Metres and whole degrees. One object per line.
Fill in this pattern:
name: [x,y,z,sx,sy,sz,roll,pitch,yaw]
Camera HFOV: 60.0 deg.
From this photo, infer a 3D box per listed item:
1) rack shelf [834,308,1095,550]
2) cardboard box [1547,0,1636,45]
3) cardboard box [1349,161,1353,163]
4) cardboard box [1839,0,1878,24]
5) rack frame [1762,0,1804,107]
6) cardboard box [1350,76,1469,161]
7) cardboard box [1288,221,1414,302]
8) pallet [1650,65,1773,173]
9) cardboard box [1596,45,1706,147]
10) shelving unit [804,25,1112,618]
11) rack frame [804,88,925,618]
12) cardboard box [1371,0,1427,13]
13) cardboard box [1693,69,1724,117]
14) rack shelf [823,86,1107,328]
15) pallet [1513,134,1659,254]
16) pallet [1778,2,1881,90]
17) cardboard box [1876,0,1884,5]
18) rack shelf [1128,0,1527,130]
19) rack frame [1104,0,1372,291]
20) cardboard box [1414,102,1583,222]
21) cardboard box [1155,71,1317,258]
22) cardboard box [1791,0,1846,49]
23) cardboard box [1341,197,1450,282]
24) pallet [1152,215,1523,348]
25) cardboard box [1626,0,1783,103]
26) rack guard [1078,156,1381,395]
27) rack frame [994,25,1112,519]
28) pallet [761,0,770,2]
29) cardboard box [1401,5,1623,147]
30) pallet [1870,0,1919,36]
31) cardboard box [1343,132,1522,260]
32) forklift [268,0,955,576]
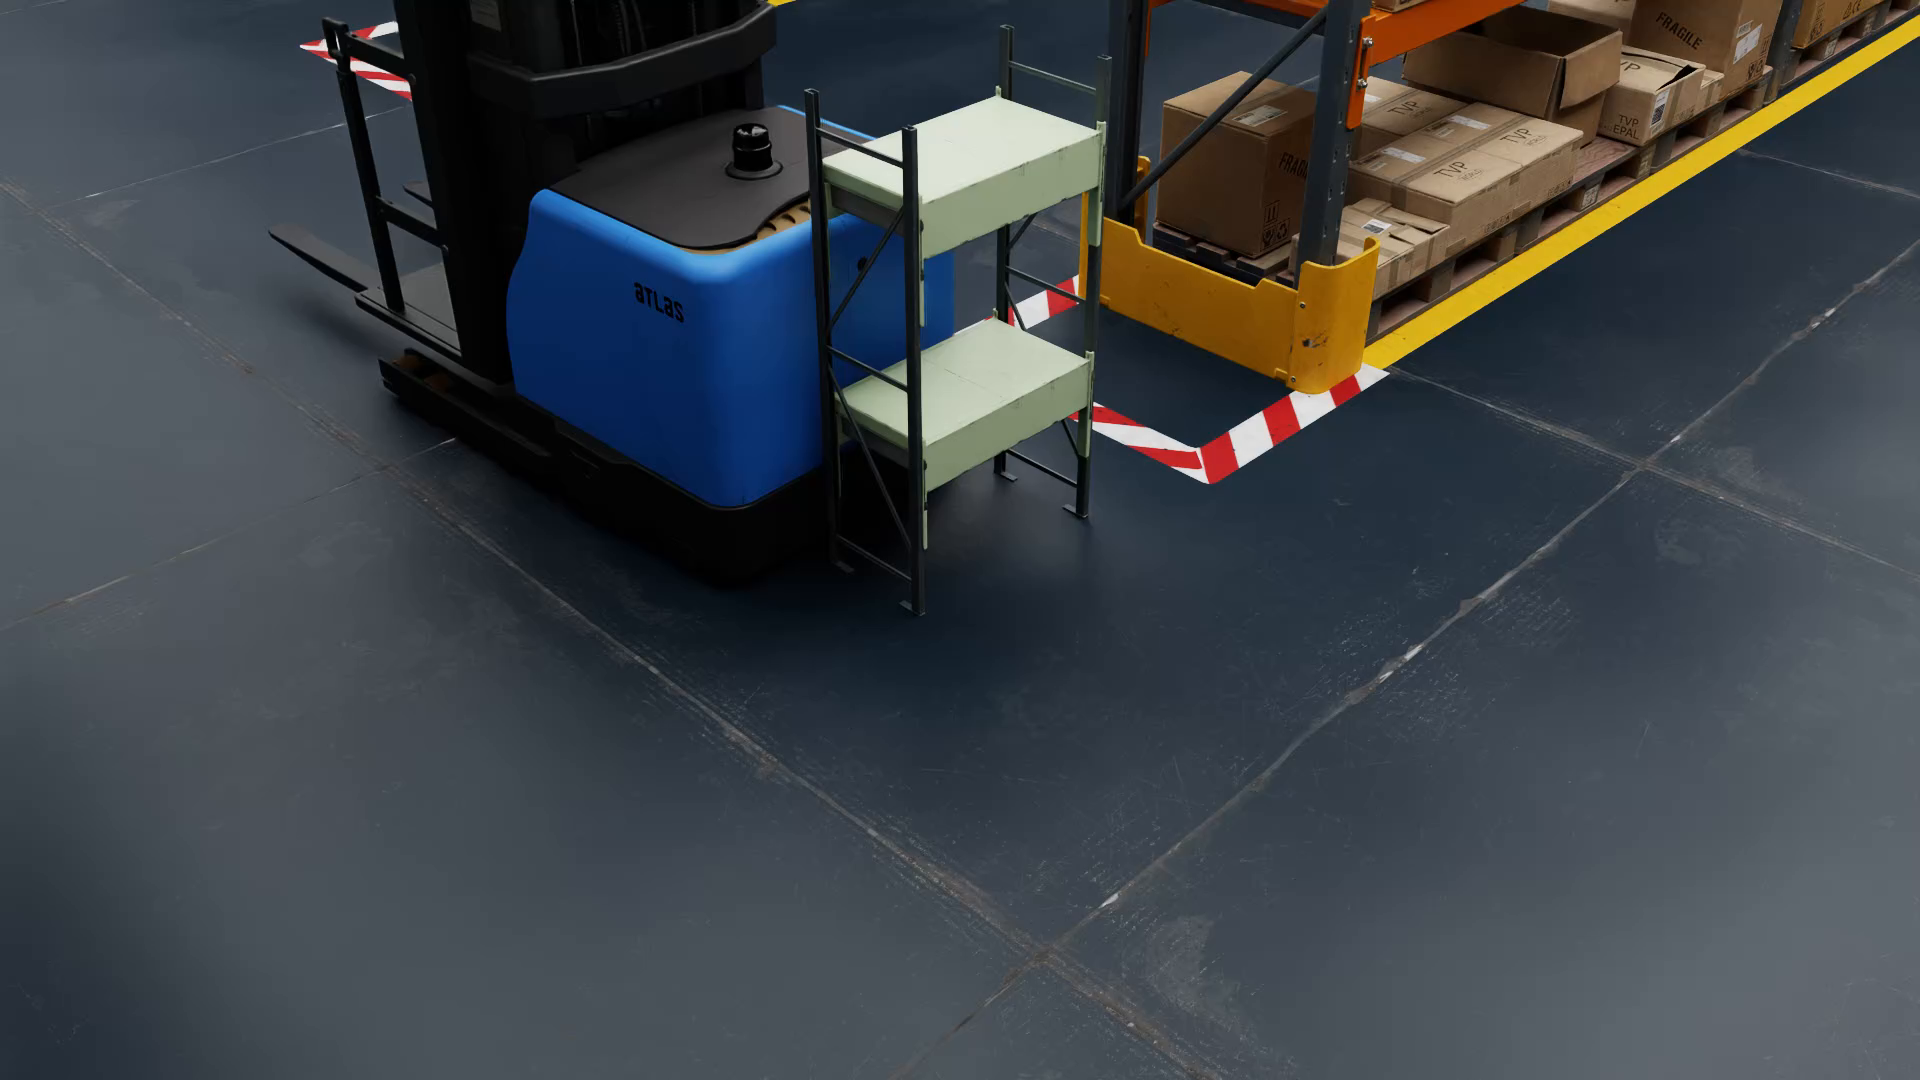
rack shelf: [0.005,-0.350,5.011,0.431,0.370,0.720,30,45,35]
cardboard box: [3.296,-2.632,8.367,0.500,0.311,0.500,30,45,35]
cardboard box: [1.485,-1.480,6.842,0.380,0.166,0.250,30,45,35]
cardboard box: [4.627,-3.112,8.890,0.500,0.500,0.500,-29,44,-35]
rack frame: [3.745,-3.637,7.843,1.000,3.000,0.127,30,45,35]
cardboard box: [1.826,-1.760,7.170,0.500,0.250,0.500,30,45,35]
cardboard box: [1.466,-1.056,6.250,0.380,0.149,0.250,30,45,35]
pallet: [3.261,-2.215,8.242,1.003,0.211,1.213,30,45,35]
cardboard box: [3.017,-2.065,7.555,0.500,0.311,0.500,30,45,35]
shelving unit: [0.005,-0.618,4.825,0.431,1.500,0.755,30,45,35]
rack frame: [-0.253,-0.469,4.612,0.400,1.500,0.023,30,45,35]
cardboard box: [1.427,-2.129,5.592,0.500,0.500,0.500,-29,44,-35]
cardboard box: [3.324,-2.126,7.785,0.380,0.149,0.250,30,45,35]
rack shelf: [0.005,-0.938,4.602,0.431,0.370,0.720,30,45,35]
pallet: [2.401,-1.717,7.528,1.003,0.211,1.213,30,45,35]
pallet: [4.292,-2.839,9.136,1.003,0.211,1.213,30,45,35]
cardboard box: [4.984,-3.312,9.177,0.500,0.500,0.500,-29,44,-35]
rack shelf: [2.336,-2.530,6.885,1.077,0.370,4.000,30,45,35]
rack frame: [0.927,-2.014,5.515,1.000,3.000,0.127,30,45,35]
cardboard box: [2.216,-1.579,6.910,0.500,0.250,0.500,30,45,35]
cardboard box: [1.135,-1.489,6.563,0.500,0.500,0.500,30,45,35]
cardboard box: [4.259,-2.891,8.573,0.500,0.500,0.500,27,43,33]
cardboard box: [1.642,-1.165,6.390,0.380,0.166,0.250,30,45,35]
pallet: [1.542,-1.225,6.822,1.003,0.211,1.213,30,45,35]
cardboard box: [3.545,-2.447,7.937,0.500,0.500,0.500,30,45,35]
rack guard: [0.981,-1.019,6.274,1.175,0.500,0.348,30,45,35]
rack frame: [0.263,-0.766,5.038,0.400,1.500,0.023,30,45,35]
pallet: [-1.117,-3.680,10.342,1.003,0.211,1.213,30,45,35]
cardboard box: [2.425,-2.029,7.335,0.797,0.503,0.637,30,45,35]
pallet: [5.151,-3.337,9.850,1.003,0.211,1.213,30,45,35]
cardboard box: [1.864,-1.376,6.619,0.500,0.250,0.500,30,45,35]
forklift: [-1.426,-1.816,5.292,3.031,2.935,1.130,28,43,34]
